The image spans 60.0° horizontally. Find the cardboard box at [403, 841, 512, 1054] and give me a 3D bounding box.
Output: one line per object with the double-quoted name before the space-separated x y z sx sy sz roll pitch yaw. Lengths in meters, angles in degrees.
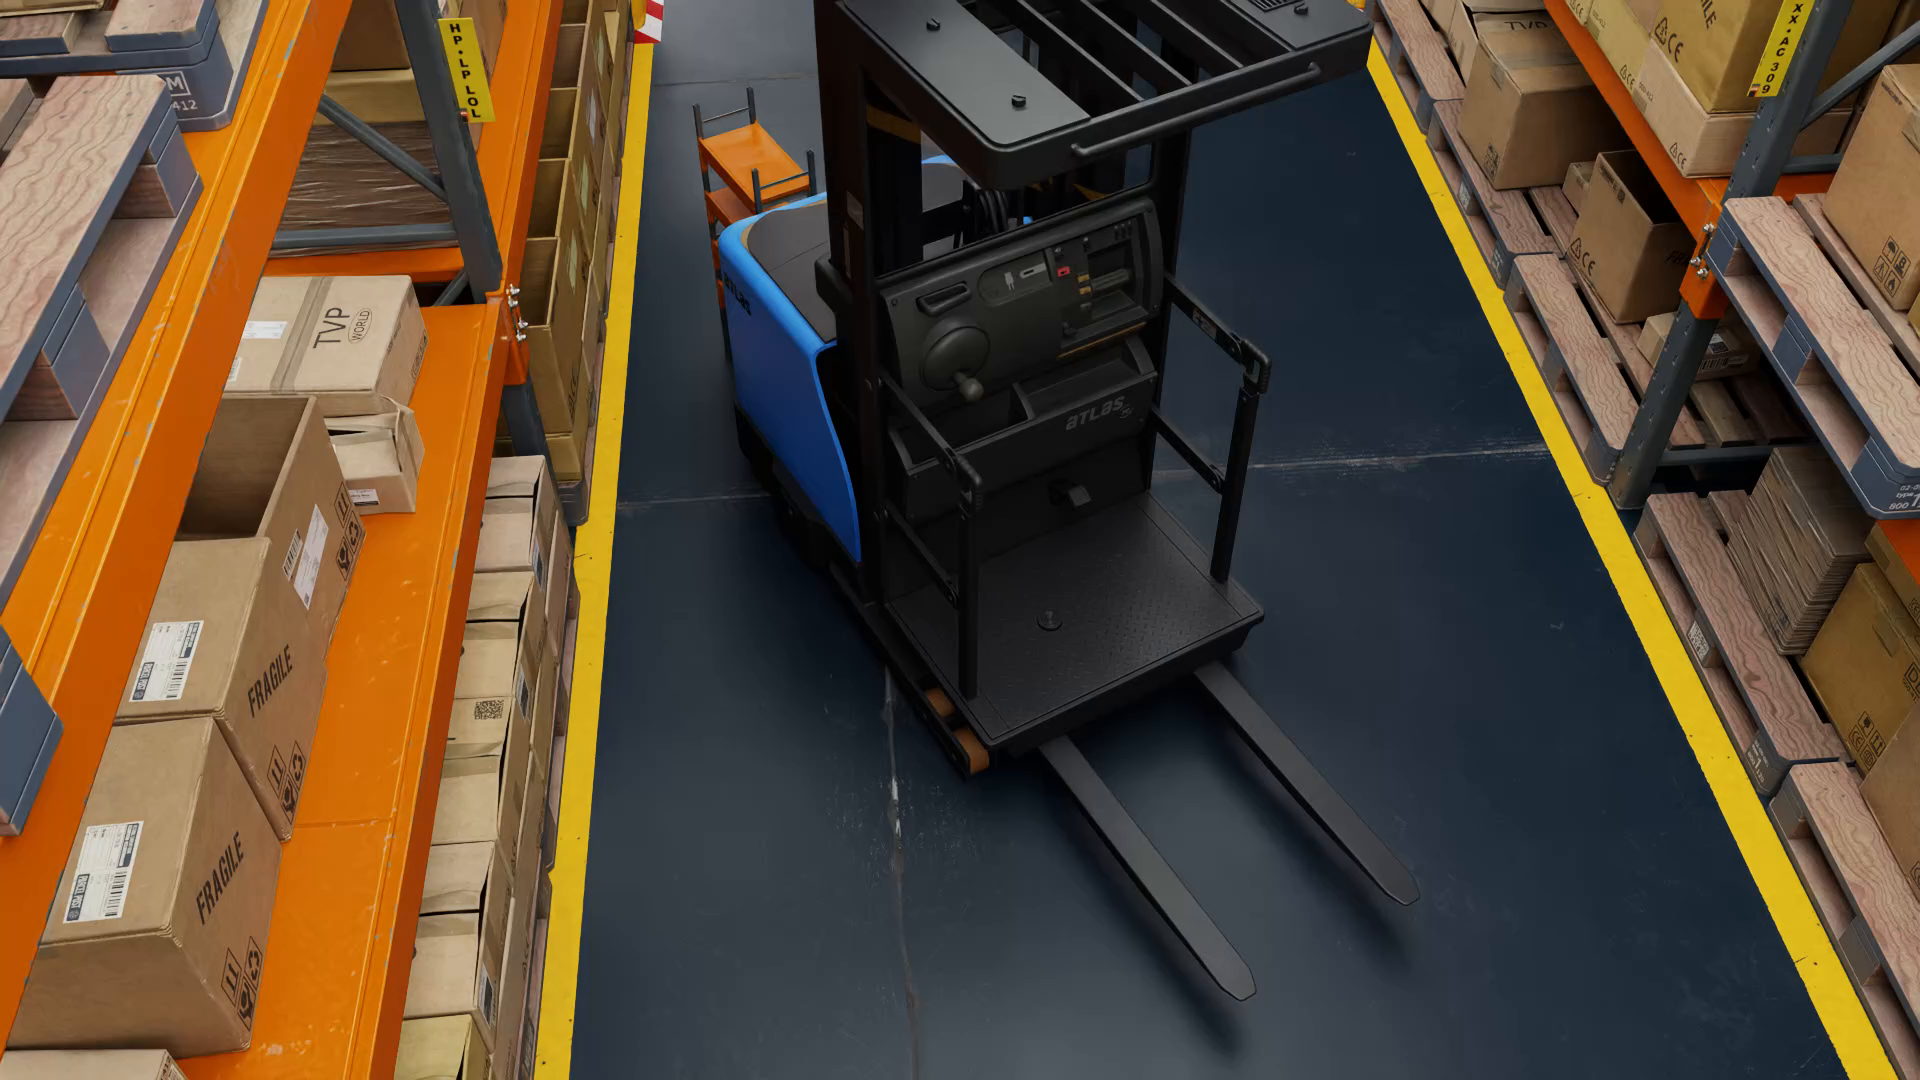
"cardboard box" -1.486 1.074 4.385 0.500 0.311 0.500 -4 47 -4

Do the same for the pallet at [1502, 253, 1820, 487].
"pallet" 2.912 -0.740 6.805 1.003 0.211 1.213 -3 47 -3

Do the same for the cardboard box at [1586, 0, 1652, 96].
"cardboard box" 2.628 -1.855 6.031 0.500 0.250 0.500 -3 47 -3

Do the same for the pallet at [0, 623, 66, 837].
"pallet" -1.744 0.531 1.745 1.213 0.211 1.003 -2 47 -1

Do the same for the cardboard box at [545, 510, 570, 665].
"cardboard box" -1.609 0.173 5.625 0.500 0.250 0.500 -4 47 -4

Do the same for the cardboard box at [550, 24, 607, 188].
"cardboard box" -1.787 -1.807 6.984 0.500 0.500 0.500 -3 47 -3

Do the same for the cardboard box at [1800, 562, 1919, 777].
"cardboard box" 3.175 0.396 5.228 0.700 0.500 0.500 -4 47 -4

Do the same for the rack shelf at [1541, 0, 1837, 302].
"rack shelf" 2.836 -2.414 6.966 1.077 0.370 4.000 -3 47 -3

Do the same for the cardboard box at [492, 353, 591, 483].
"cardboard box" -1.670 -0.464 6.228 0.500 0.250 0.500 -3 47 -3

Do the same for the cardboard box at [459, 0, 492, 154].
"cardboard box" -2.027 -1.647 5.675 0.700 0.500 0.500 -4 47 -4

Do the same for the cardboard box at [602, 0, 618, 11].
"cardboard box" -1.926 -2.892 8.011 0.500 0.500 0.500 -3 47 -3

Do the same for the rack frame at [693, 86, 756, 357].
"rack frame" -0.877 -1.230 6.589 0.240 1.200 0.015 -24 51 -21

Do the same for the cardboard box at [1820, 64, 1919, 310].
"cardboard box" 3.012 -1.030 4.788 0.700 0.500 0.500 -3 47 -3

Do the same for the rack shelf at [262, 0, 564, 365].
"rack shelf" -2.100 -2.110 6.678 1.077 0.370 4.000 -3 47 -3

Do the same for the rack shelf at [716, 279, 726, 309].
"rack shelf" -0.751 -0.895 6.638 0.258 0.148 0.480 -24 51 -21

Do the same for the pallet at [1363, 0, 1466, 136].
"pallet" 2.707 -2.505 8.477 1.003 0.211 1.213 -3 47 -3

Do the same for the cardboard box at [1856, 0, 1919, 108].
"cardboard box" 3.172 -1.781 5.443 0.500 0.500 0.500 -4 47 -4

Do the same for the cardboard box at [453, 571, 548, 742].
"cardboard box" -1.563 0.349 5.072 0.500 0.311 0.500 -2 47 -2

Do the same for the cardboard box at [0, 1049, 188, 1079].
"cardboard box" -1.761 1.150 3.268 0.380 0.149 0.250 0 47 0

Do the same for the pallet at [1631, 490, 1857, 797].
"pallet" 3.070 0.307 5.813 1.003 0.211 1.213 -3 47 -3

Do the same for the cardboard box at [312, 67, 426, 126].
"cardboard box" -1.762 -1.374 4.970 0.380 0.149 0.250 -4 47 -3

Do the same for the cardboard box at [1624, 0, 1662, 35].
"cardboard box" 2.608 -2.112 5.757 0.500 0.500 0.500 -4 47 -4

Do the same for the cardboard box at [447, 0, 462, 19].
"cardboard box" -1.807 -1.743 5.319 0.380 0.149 0.250 -5 47 -4

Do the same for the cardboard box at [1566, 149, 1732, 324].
"cardboard box" 2.876 -1.255 6.791 0.500 0.500 0.500 -7 47 -6

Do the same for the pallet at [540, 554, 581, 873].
"pallet" -1.832 0.579 5.557 1.003 0.211 1.213 -3 47 -3

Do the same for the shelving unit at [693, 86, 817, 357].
"shelving unit" -0.751 -1.078 6.445 0.258 1.200 0.503 -24 51 -21

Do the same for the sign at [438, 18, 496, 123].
"sign" -1.393 -1.322 4.693 0.100 0.325 0.005 -3 47 -3

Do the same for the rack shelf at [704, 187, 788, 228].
"rack shelf" -0.751 -1.186 6.331 0.258 0.148 0.480 -24 51 -21

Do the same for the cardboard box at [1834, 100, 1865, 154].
"cardboard box" 3.177 -1.523 5.716 0.500 0.250 0.500 -3 47 -3

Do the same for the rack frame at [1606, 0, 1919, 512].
"rack frame" 3.003 -1.215 5.334 1.000 3.000 0.127 -3 47 -3

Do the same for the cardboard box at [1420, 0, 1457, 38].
"cardboard box" 2.637 -2.829 8.413 0.500 0.311 0.500 -8 47 -8

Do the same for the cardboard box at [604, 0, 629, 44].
"cardboard box" -1.928 -2.634 8.283 0.500 0.250 0.500 -3 47 -3

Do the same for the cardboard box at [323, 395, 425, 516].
"cardboard box" -1.676 -0.240 4.504 0.396 0.266 0.258 -5 47 -4

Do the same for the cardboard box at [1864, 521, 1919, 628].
"cardboard box" 3.122 0.086 5.005 0.500 0.250 0.500 -4 47 -4

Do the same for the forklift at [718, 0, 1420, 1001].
"forklift" 0.315 -0.618 4.817 1.130 2.935 3.031 -23 51 -20

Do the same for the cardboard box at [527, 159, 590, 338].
"cardboard box" -1.709 -1.083 6.298 0.500 0.500 0.500 -3 47 -3

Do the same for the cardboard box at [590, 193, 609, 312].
"cardboard box" -1.743 -1.188 6.914 0.500 0.250 0.500 -3 47 -3

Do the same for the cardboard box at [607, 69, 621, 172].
"cardboard box" -1.831 -1.911 7.599 0.500 0.250 0.500 -3 47 -3

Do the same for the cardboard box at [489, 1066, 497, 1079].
"cardboard box" -1.442 1.648 4.228 0.500 0.250 0.500 -5 47 -4

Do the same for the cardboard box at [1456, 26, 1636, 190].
"cardboard box" 2.696 -1.948 7.448 0.700 0.500 0.500 -6 47 -6

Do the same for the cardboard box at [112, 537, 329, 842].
"cardboard box" -1.799 0.355 3.779 0.500 0.500 0.500 -3 47 -3

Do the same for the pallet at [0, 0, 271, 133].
"pallet" -1.846 -1.239 3.423 0.805 0.209 1.217 -5 47 -5

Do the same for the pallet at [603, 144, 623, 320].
"pallet" -2.063 -1.415 7.444 1.003 0.211 1.213 -3 47 -3

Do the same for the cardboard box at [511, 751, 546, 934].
"cardboard box" -1.525 0.909 4.928 0.500 0.250 0.500 -3 47 -2

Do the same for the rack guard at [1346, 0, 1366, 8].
"rack guard" 2.675 -3.194 8.931 1.175 0.500 0.348 -3 47 -3
